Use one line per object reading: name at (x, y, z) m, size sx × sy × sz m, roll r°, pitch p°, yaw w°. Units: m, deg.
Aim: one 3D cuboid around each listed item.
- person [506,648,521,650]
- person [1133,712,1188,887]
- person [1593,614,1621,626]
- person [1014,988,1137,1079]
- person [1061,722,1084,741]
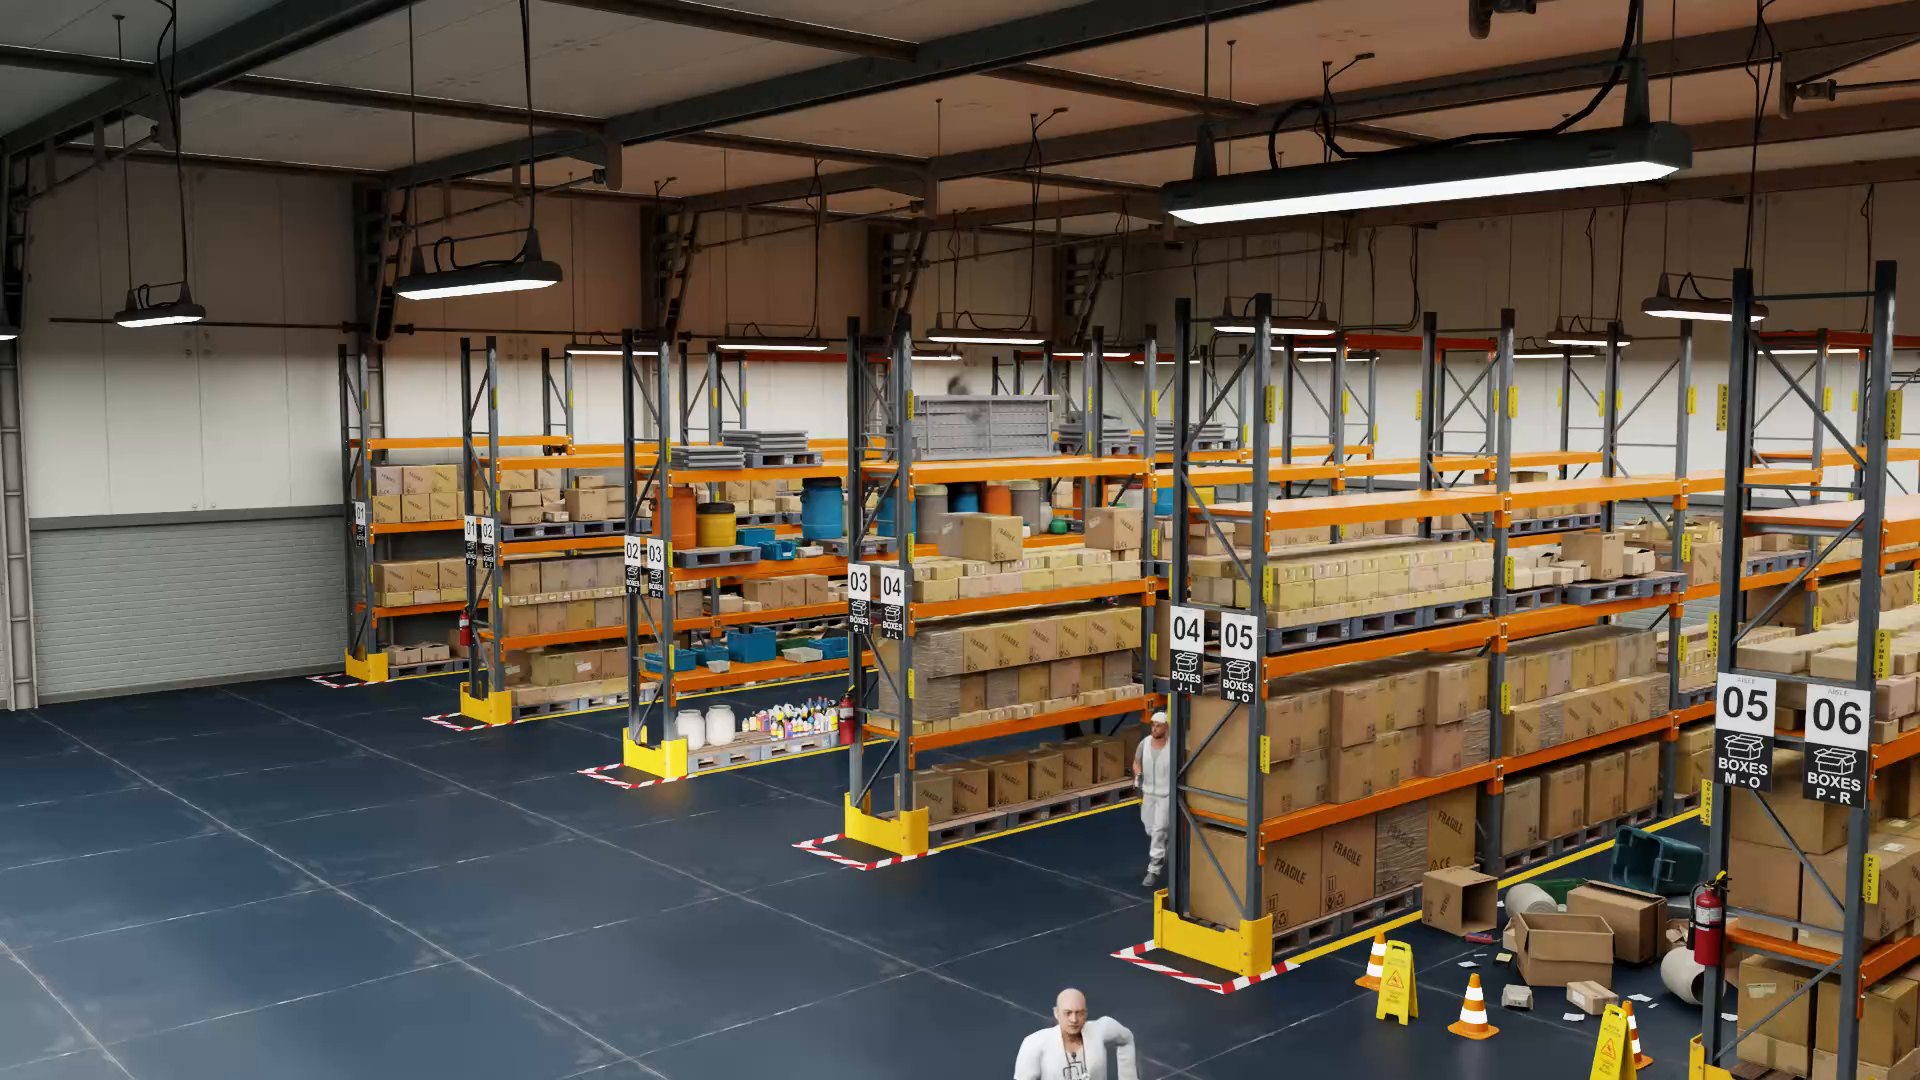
person at (-7.678, 1.800, 28.443) m, size 0.624 × 1.638 × 0.514 m, roll 5°, pitch 7°, yaw 41°
person at (2.143, 2.701, 17.632) m, size 0.686 × 1.792 × 0.839 m, roll 3°, pitch 6°, yaw 33°
person at (11.851, 1.556, 30.717) m, size 0.672 × 1.771 × 0.769 m, roll -3°, pitch 6°, yaw -32°
person at (0.670, 3.427, 9.595) m, size 0.751 × 1.781 × 0.893 m, roll 0°, pitch 5°, yaw -1°
person at (1.545, 2.203, 23.287) m, size 0.785 × 1.834 × 0.688 m, roll -5°, pitch 7°, yaw -43°
